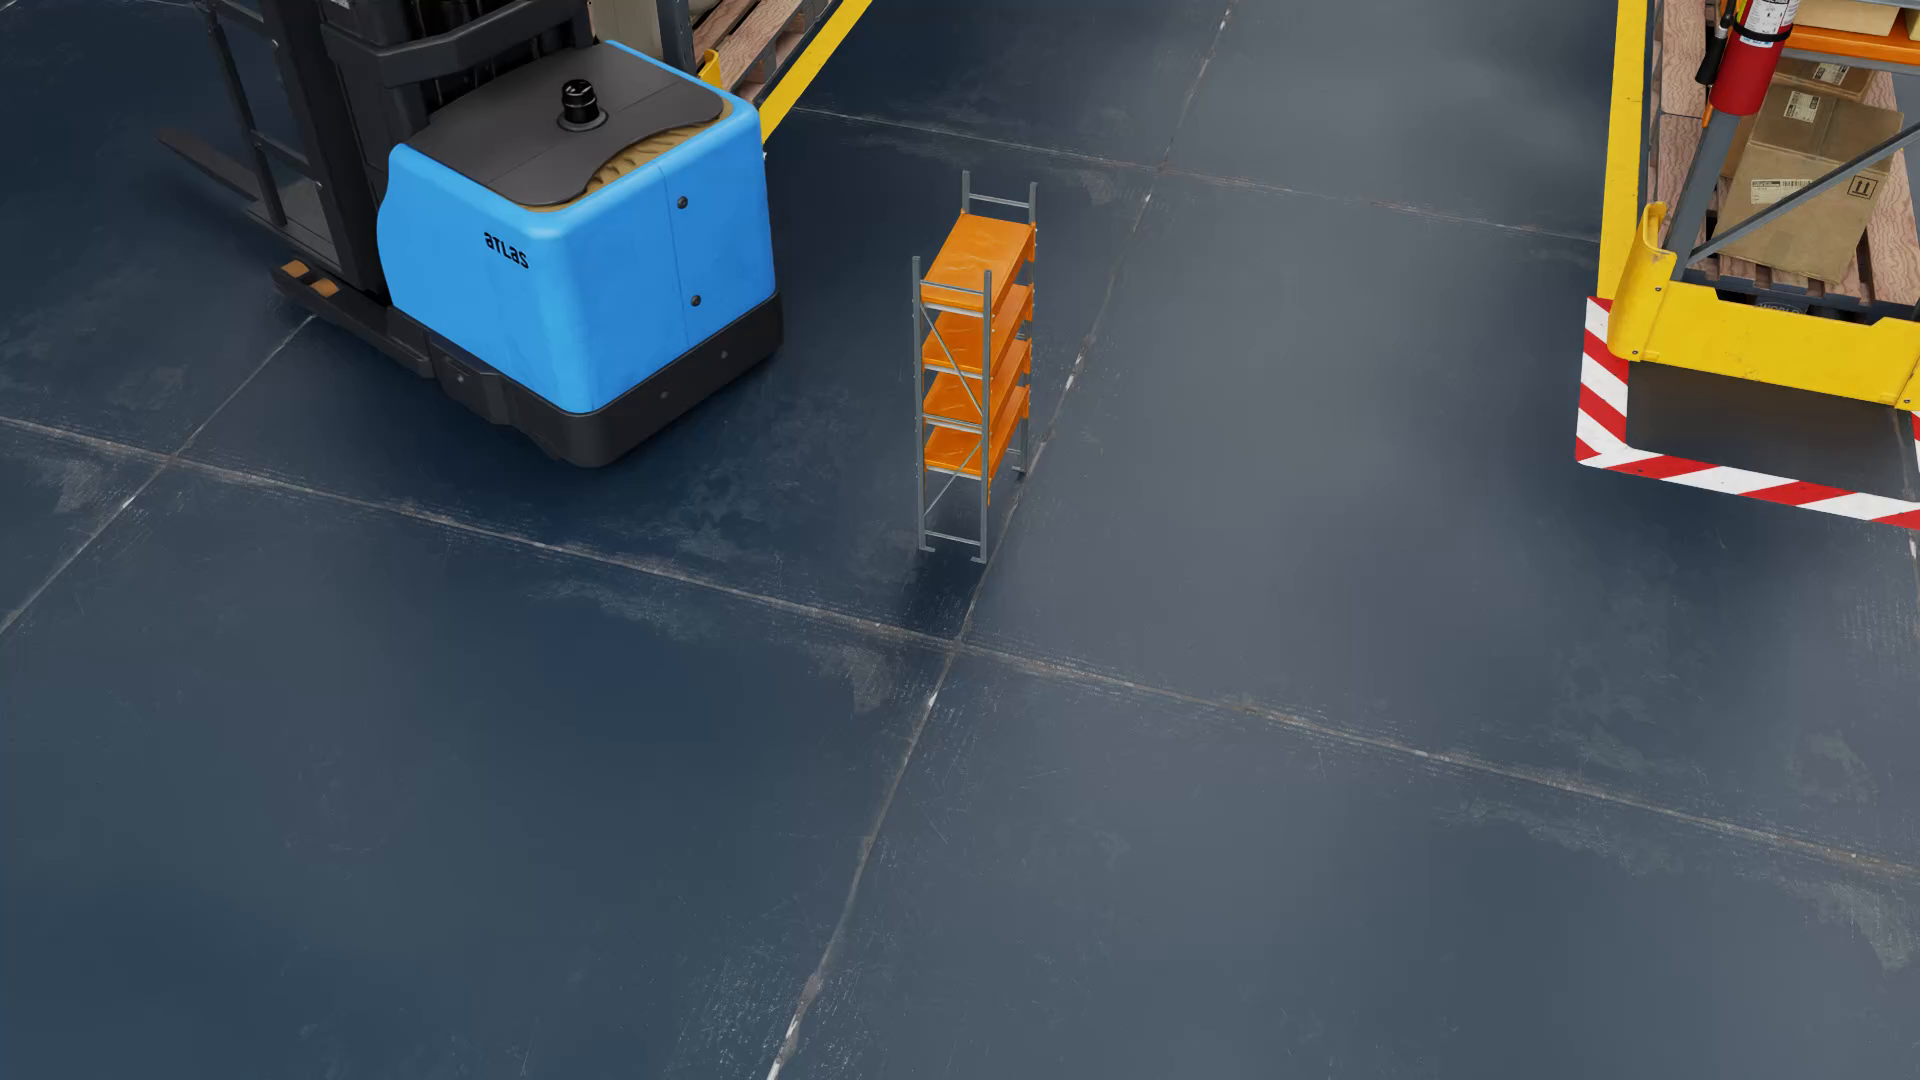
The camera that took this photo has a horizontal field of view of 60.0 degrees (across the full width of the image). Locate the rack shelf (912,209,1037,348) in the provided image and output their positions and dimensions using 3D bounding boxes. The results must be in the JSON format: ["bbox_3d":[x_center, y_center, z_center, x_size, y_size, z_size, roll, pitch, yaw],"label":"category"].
[{"bbox_3d":[0.050,-0.820,5.168,0.258,0.148,0.480,13,46,12],"label":"rack shelf"}]

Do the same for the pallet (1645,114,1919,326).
[{"bbox_3d":[3.410,-1.319,6.947,1.003,0.211,1.213,13,46,13],"label":"pallet"}]

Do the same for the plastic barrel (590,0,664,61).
[{"bbox_3d":[-1.487,-2.496,7.634,0.421,0.512,0.421,0,44,0],"label":"plastic barrel"}]

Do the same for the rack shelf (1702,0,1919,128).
[{"bbox_3d":[3.713,-2.807,6.988,1.077,0.370,4.000,13,46,13],"label":"rack shelf"}]

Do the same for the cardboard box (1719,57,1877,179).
[{"bbox_3d":[3.460,-1.806,6.938,0.500,0.500,0.500,24,49,23],"label":"cardboard box"}]

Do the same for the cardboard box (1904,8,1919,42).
[{"bbox_3d":[3.421,-1.781,5.605,0.380,0.149,0.250,13,46,13],"label":"cardboard box"}]

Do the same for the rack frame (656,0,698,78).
[{"bbox_3d":[-1.613,-2.780,6.446,1.000,3.000,0.127,13,46,13],"label":"rack frame"}]

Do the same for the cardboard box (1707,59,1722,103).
[{"bbox_3d":[3.668,-2.219,7.360,0.500,0.500,0.500,17,47,16],"label":"cardboard box"}]

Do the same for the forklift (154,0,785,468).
[{"bbox_3d":[-2.139,-2.178,5.880,3.031,2.935,1.130,30,52,27],"label":"forklift"}]

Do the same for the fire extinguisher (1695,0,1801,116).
[{"bbox_3d":[2.633,-1.725,5.423,0.296,0.674,0.183,13,46,13],"label":"fire extinguisher"}]

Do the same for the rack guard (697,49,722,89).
[{"bbox_3d":[-1.635,-1.947,7.383,1.175,0.500,0.348,13,46,13],"label":"rack guard"}]

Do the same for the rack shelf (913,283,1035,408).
[{"bbox_3d":[0.050,-0.651,5.334,0.258,0.148,0.480,13,46,12],"label":"rack shelf"}]

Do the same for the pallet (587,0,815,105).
[{"bbox_3d":[-1.384,-2.384,8.036,1.003,0.211,1.213,13,46,13],"label":"pallet"}]

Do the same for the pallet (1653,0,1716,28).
[{"bbox_3d":[4.149,-2.945,8.609,1.003,0.211,1.213,13,46,13],"label":"pallet"}]

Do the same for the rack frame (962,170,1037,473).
[{"bbox_3d":[0.124,-0.702,5.609,0.240,1.200,0.015,13,46,12],"label":"rack frame"}]

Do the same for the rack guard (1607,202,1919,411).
[{"bbox_3d":[3.130,-0.888,6.300,1.175,0.500,0.348,13,46,13],"label":"rack guard"}]

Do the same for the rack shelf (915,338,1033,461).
[{"bbox_3d":[0.050,-0.491,5.490,0.258,0.148,0.480,13,46,12],"label":"rack shelf"}]

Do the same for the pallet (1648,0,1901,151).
[{"bbox_3d":[3.781,-2.130,7.775,1.003,0.211,1.213,13,46,13],"label":"pallet"}]

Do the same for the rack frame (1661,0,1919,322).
[{"bbox_3d":[3.107,-1.731,5.374,1.000,3.000,0.127,13,46,13],"label":"rack frame"}]

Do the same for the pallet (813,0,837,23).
[{"bbox_3d":[-1.013,-3.195,8.864,1.003,0.211,1.213,13,46,13],"label":"pallet"}]

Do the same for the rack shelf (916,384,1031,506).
[{"bbox_3d":[0.050,-0.349,5.629,0.258,0.148,0.480,13,46,12],"label":"rack shelf"}]

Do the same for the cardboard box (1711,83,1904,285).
[{"bbox_3d":[3.312,-1.400,6.523,0.500,0.500,0.500,21,48,20],"label":"cardboard box"}]

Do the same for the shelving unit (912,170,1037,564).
[{"bbox_3d":[0.050,-0.539,5.443,0.258,1.200,0.503,13,46,12],"label":"shelving unit"}]

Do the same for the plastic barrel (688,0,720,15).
[{"bbox_3d":[-1.335,-2.830,7.976,0.421,0.512,0.421,0,44,0],"label":"plastic barrel"}]

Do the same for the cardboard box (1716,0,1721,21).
[{"bbox_3d":[3.880,-2.582,7.731,0.500,0.500,0.500,9,45,9],"label":"cardboard box"}]

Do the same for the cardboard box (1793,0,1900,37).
[{"bbox_3d":[2.997,-1.875,5.701,0.380,0.149,0.250,13,46,13],"label":"cardboard box"}]

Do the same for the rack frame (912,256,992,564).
[{"bbox_3d":[-0.024,-0.377,5.277,0.240,1.200,0.015,13,46,12],"label":"rack frame"}]
